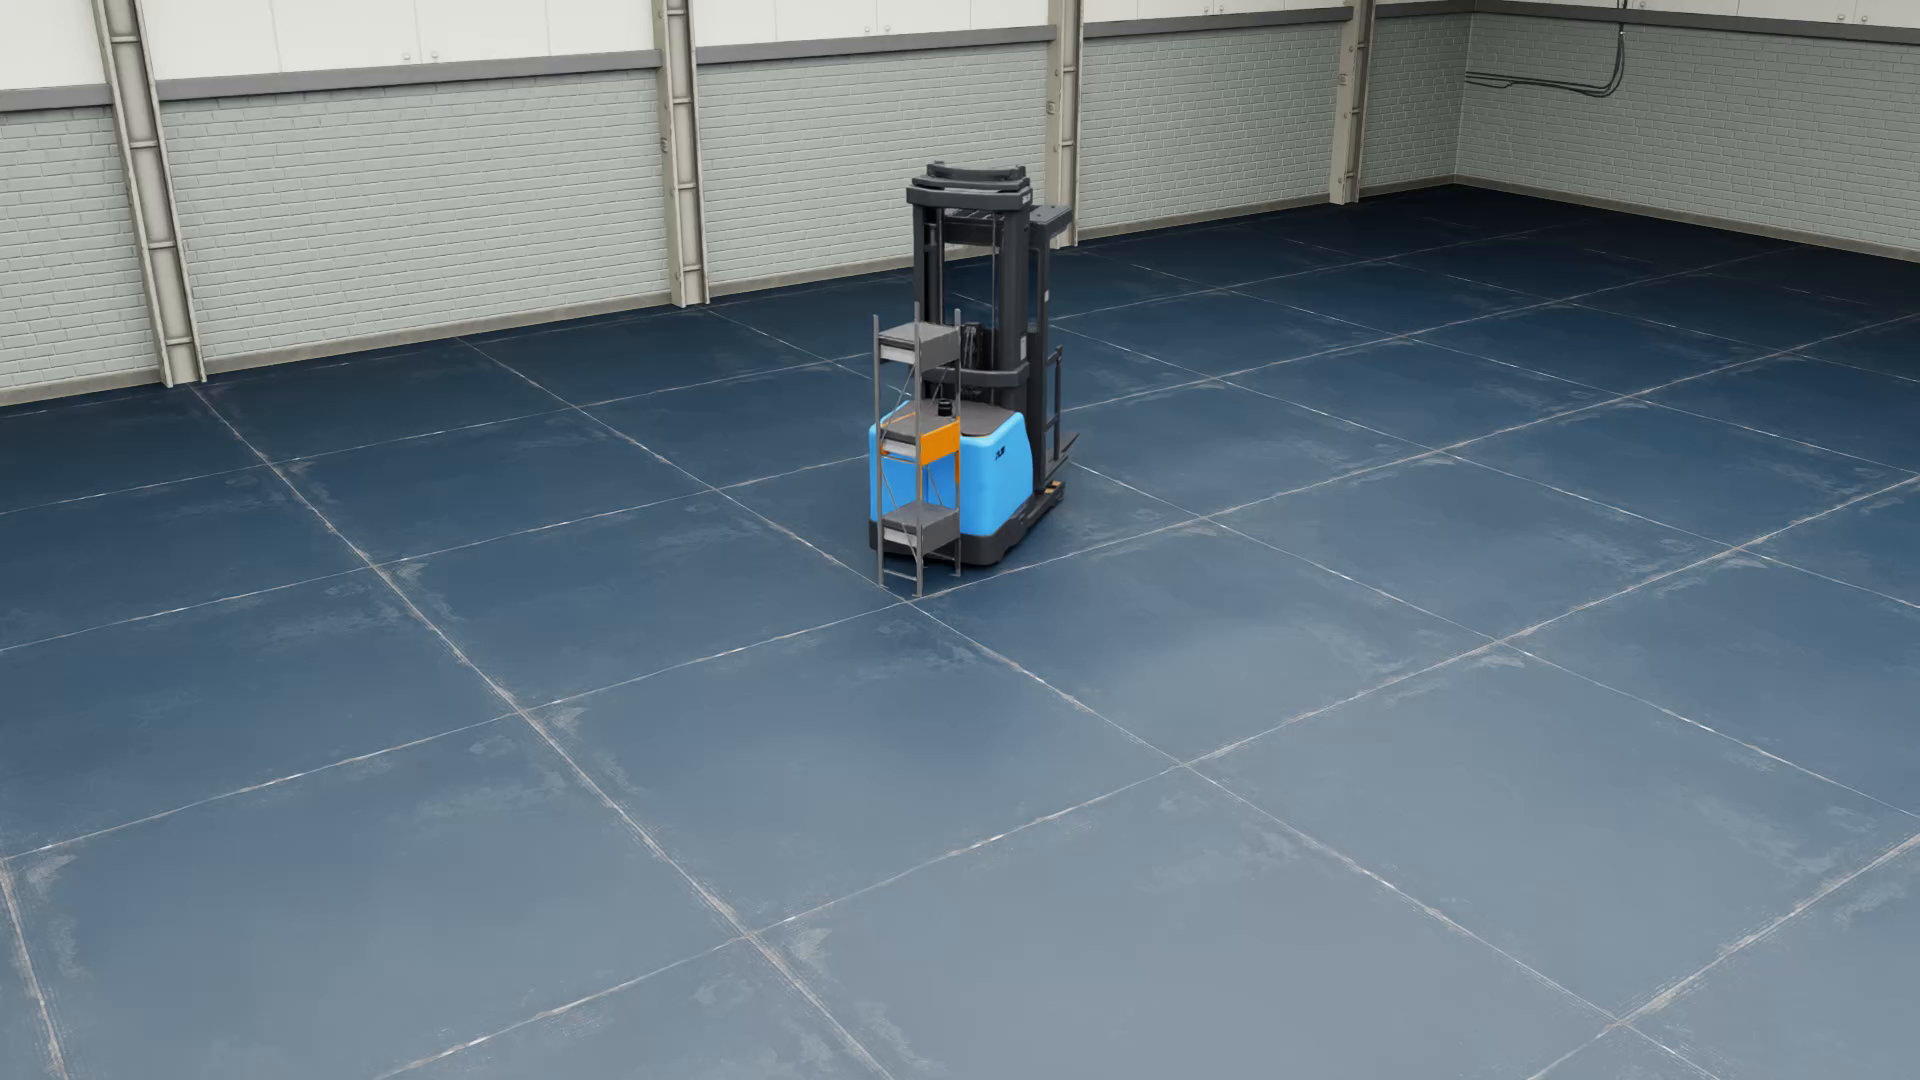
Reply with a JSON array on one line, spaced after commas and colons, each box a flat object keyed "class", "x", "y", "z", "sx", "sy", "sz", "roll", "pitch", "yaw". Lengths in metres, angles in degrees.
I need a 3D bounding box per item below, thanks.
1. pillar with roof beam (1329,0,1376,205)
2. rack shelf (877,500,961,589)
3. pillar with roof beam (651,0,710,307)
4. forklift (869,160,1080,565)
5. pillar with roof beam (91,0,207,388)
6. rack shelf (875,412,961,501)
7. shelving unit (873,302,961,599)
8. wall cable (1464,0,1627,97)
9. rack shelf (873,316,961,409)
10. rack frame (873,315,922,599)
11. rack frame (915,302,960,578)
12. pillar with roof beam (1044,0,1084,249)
[{"class": "pillar with roof beam", "x": 8.852, "y": -8.474, "z": 22.585, "sx": 0.400, "sy": 9.000, "sz": 9.100, "roll": -15, "pitch": 26, "yaw": -33}, {"class": "rack shelf", "x": -0.308, "y": 0.008, "z": 12.563, "sx": 0.431, "sy": 0.518, "sz": 0.480, "roll": 15, "pitch": 26, "yaw": 33}, {"class": "pillar with roof beam", "x": -0.889, "y": -5.877, "z": 16.076, "sx": 0.400, "sy": 9.000, "sz": 9.100, "roll": -15, "pitch": 26, "yaw": -33}, {"class": "forklift", "x": 0.269, "y": -1.682, "z": 13.752, "sx": 1.130, "sy": 2.935, "sz": 3.031, "roll": 8, "pitch": 23, "yaw": 19}, {"class": "pillar with roof beam", "x": -5.760, "y": -4.578, "z": 12.821, "sx": 0.400, "sy": 9.000, "sz": 9.100, "roll": -15, "pitch": 26, "yaw": -33}, {"class": "rack shelf", "x": -0.308, "y": -0.642, "z": 12.304, "sx": 0.431, "sy": 0.518, "sz": 0.480, "roll": 15, "pitch": 26, "yaw": 33}, {"class": "shelving unit", "x": -0.308, "y": -0.655, "z": 12.299, "sx": 0.431, "sy": 2.100, "sz": 0.503, "roll": 15, "pitch": 26, "yaw": 33}, {"class": "wall cable", "x": 9.501, "y": -8.567, "z": 27.007, "sx": 0.112, "sy": 2.526, "sz": 3.097, "roll": -15, "pitch": 26, "yaw": -33}, {"class": "rack shelf", "x": -0.308, "y": -1.292, "z": 12.044, "sx": 0.431, "sy": 0.518, "sz": 0.480, "roll": 15, "pitch": 26, "yaw": 33}, {"class": "rack frame", "x": -0.450, "y": -0.581, "z": 12.115, "sx": 0.400, "sy": 2.100, "sz": 0.015, "roll": 15, "pitch": 26, "yaw": 33}, {"class": "rack frame", "x": -0.165, "y": -0.728, "z": 12.482, "sx": 0.400, "sy": 2.100, "sz": 0.015, "roll": 15, "pitch": 26, "yaw": 33}, {"class": "pillar with roof beam", "x": 3.981, "y": -7.175, "z": 19.331, "sx": 0.400, "sy": 9.000, "sz": 9.100, "roll": -15, "pitch": 26, "yaw": -33}]
